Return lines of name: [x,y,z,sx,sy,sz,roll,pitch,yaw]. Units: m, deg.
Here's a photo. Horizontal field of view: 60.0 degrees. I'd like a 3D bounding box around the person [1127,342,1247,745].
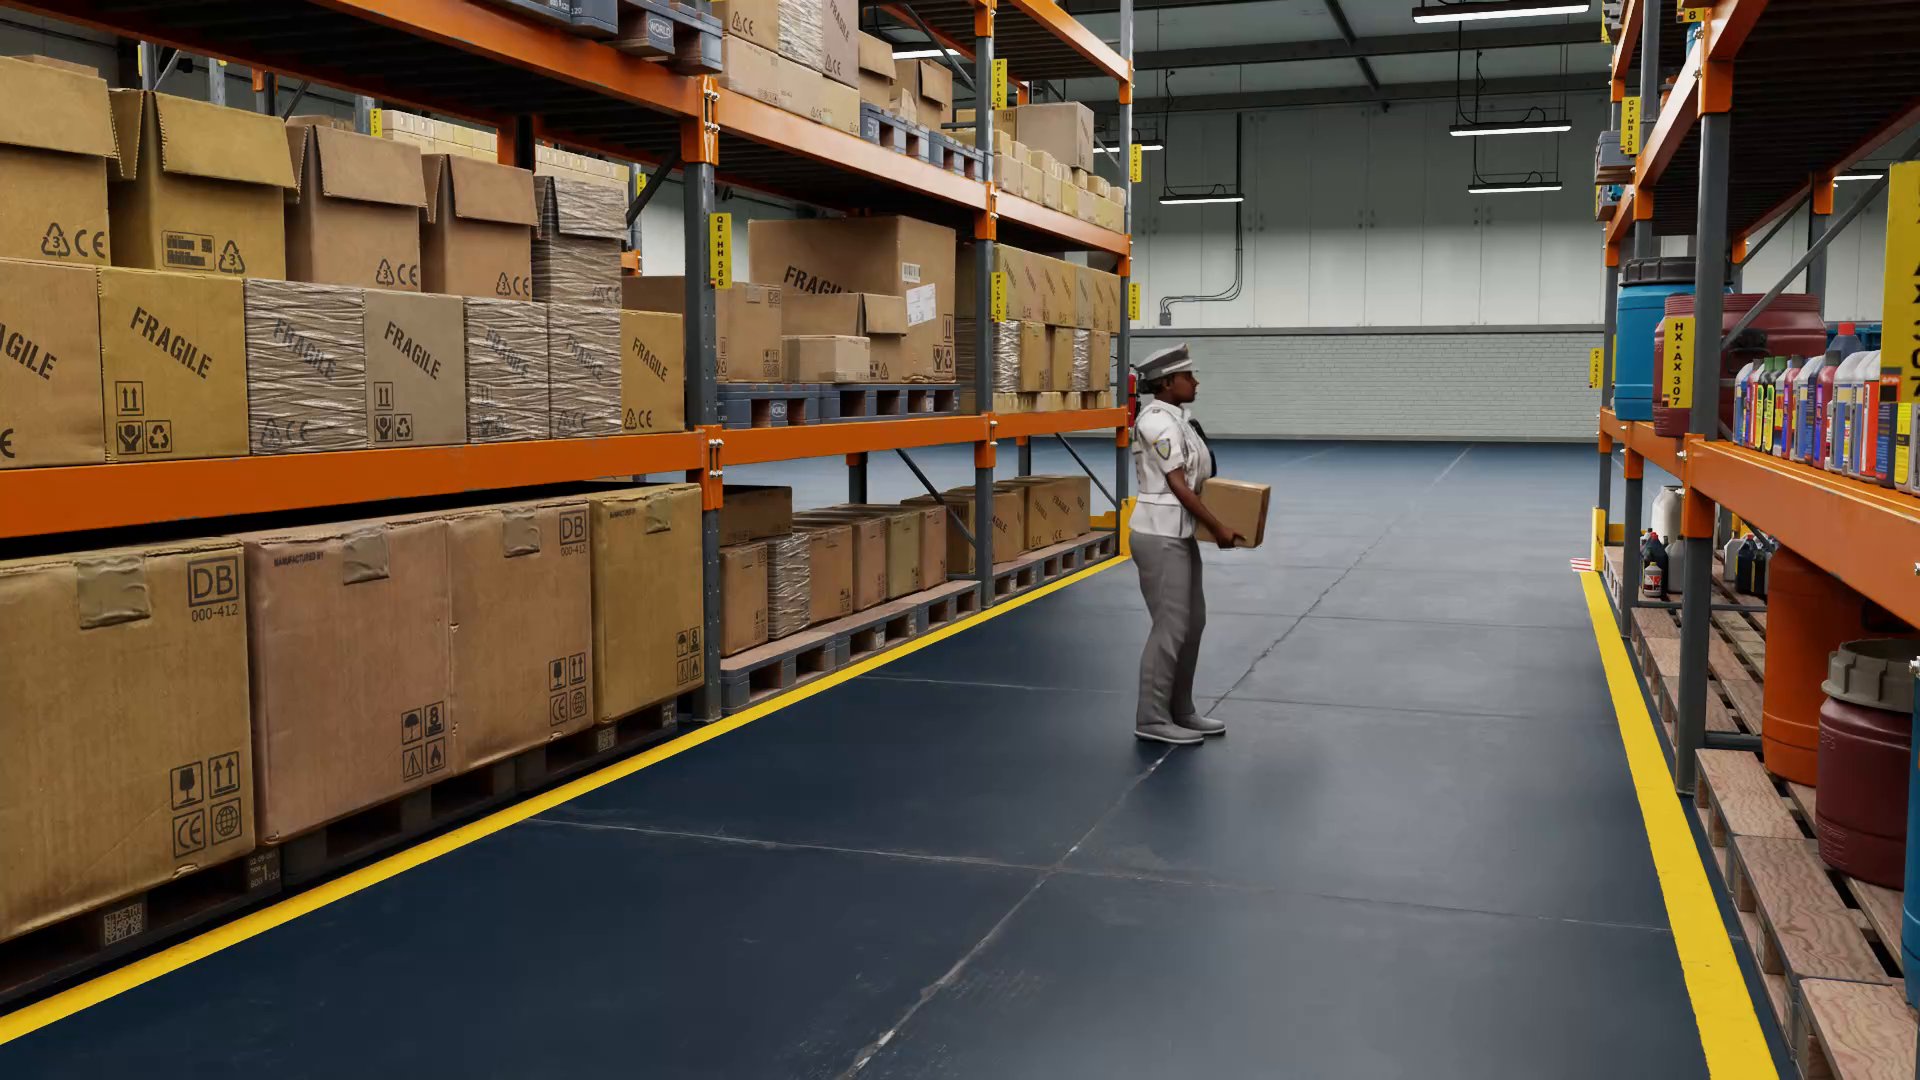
person: [0.978,0.009,7.064,0.519,1.688,0.435,2,6,18]
